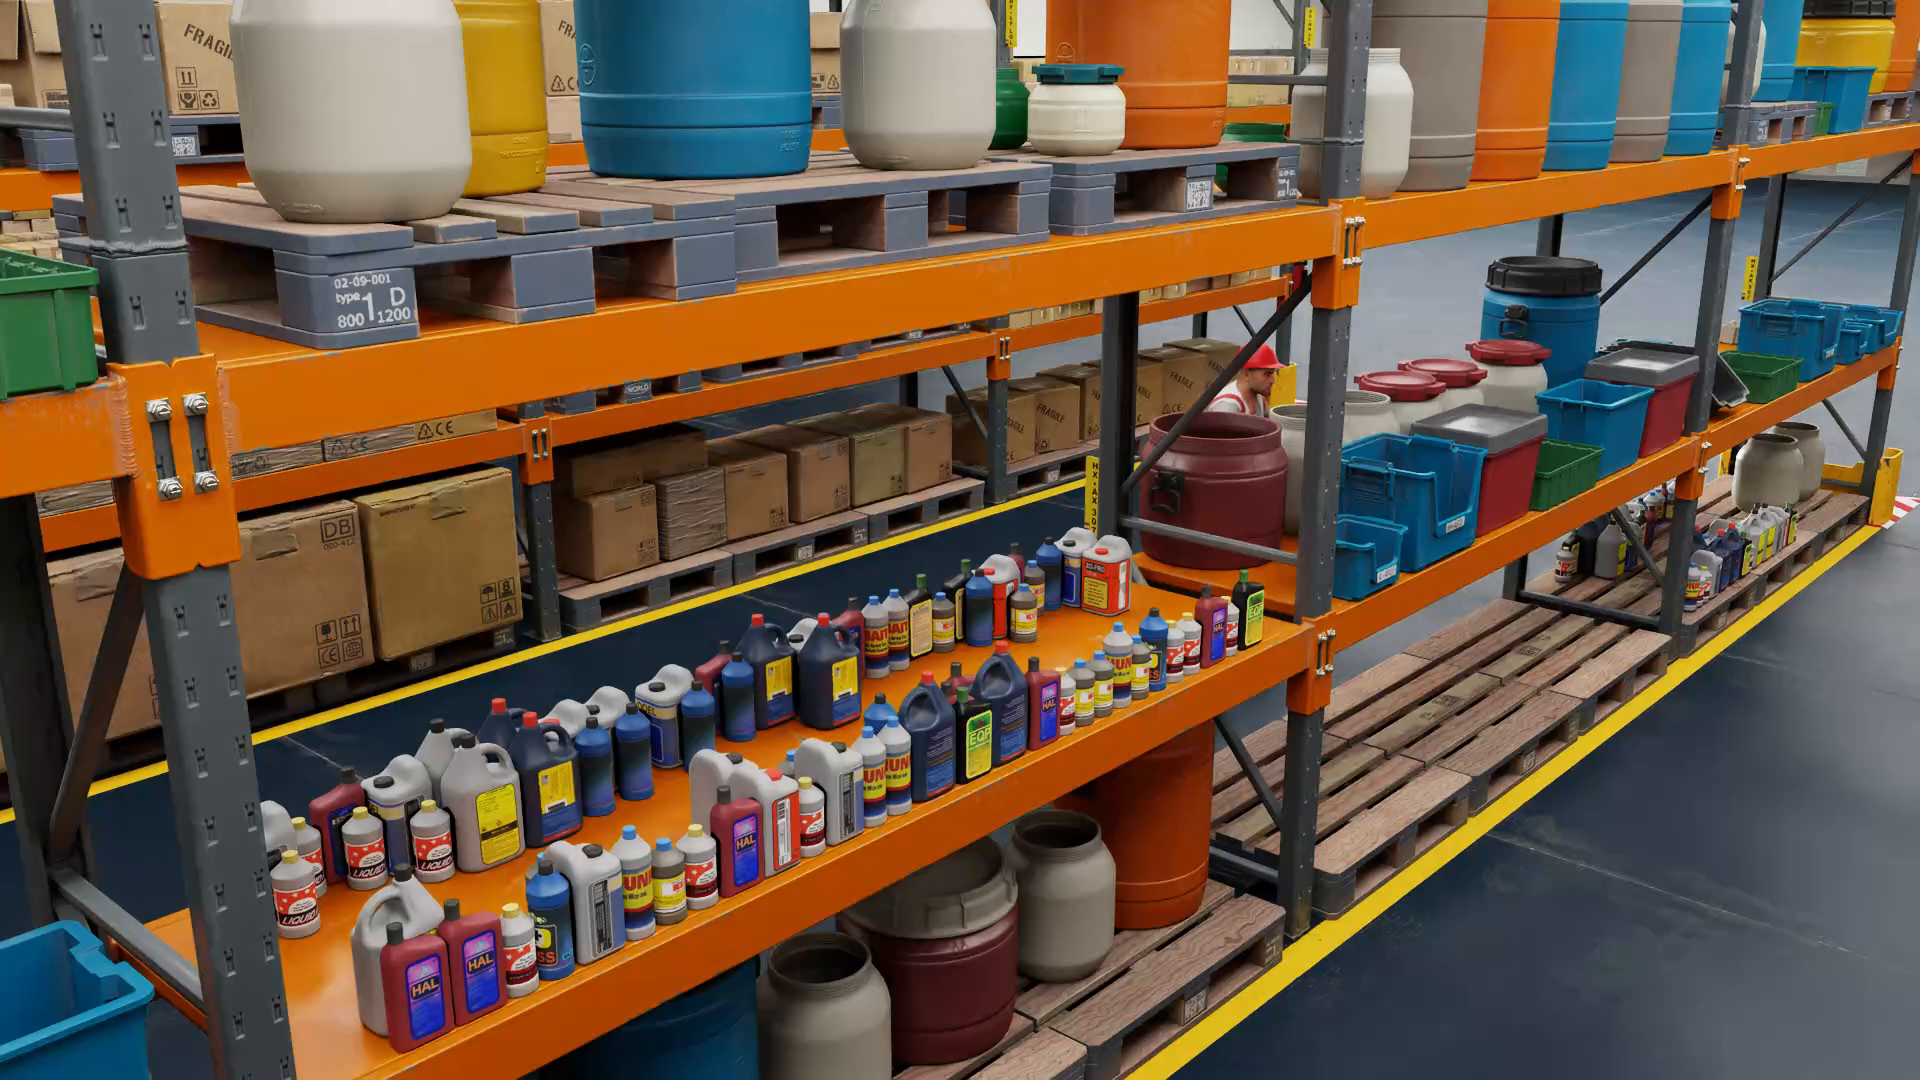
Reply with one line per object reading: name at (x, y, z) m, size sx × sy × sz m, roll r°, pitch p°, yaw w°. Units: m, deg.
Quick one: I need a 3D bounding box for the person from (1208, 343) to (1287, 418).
person at (1.547, -0.221, 9.251) m, size 0.453 × 1.778 × 0.617 m, roll 13°, pitch 21°, yaw 36°
